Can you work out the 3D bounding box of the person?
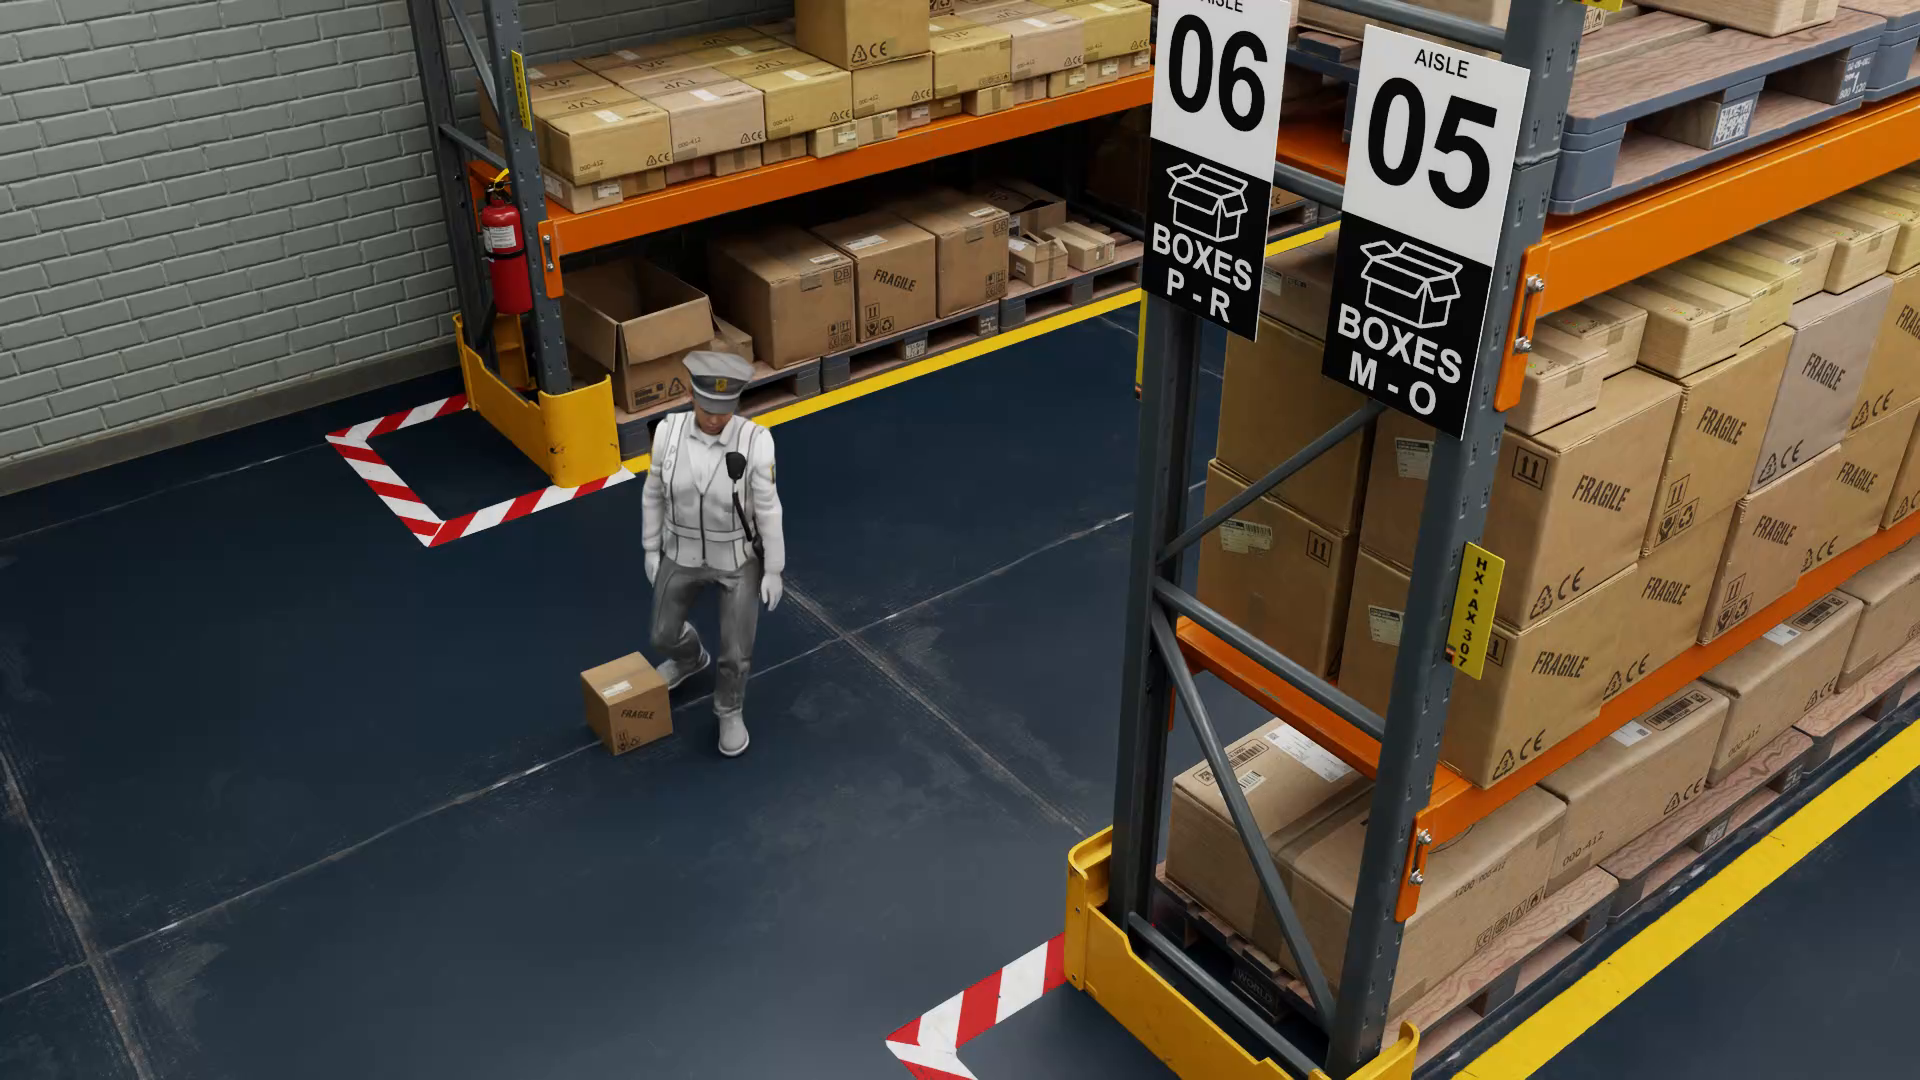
[{"bbox_3d":[-0.945,0.022,6.113,0.661,1.648,0.508,4,33,7],"label":"person"}]
